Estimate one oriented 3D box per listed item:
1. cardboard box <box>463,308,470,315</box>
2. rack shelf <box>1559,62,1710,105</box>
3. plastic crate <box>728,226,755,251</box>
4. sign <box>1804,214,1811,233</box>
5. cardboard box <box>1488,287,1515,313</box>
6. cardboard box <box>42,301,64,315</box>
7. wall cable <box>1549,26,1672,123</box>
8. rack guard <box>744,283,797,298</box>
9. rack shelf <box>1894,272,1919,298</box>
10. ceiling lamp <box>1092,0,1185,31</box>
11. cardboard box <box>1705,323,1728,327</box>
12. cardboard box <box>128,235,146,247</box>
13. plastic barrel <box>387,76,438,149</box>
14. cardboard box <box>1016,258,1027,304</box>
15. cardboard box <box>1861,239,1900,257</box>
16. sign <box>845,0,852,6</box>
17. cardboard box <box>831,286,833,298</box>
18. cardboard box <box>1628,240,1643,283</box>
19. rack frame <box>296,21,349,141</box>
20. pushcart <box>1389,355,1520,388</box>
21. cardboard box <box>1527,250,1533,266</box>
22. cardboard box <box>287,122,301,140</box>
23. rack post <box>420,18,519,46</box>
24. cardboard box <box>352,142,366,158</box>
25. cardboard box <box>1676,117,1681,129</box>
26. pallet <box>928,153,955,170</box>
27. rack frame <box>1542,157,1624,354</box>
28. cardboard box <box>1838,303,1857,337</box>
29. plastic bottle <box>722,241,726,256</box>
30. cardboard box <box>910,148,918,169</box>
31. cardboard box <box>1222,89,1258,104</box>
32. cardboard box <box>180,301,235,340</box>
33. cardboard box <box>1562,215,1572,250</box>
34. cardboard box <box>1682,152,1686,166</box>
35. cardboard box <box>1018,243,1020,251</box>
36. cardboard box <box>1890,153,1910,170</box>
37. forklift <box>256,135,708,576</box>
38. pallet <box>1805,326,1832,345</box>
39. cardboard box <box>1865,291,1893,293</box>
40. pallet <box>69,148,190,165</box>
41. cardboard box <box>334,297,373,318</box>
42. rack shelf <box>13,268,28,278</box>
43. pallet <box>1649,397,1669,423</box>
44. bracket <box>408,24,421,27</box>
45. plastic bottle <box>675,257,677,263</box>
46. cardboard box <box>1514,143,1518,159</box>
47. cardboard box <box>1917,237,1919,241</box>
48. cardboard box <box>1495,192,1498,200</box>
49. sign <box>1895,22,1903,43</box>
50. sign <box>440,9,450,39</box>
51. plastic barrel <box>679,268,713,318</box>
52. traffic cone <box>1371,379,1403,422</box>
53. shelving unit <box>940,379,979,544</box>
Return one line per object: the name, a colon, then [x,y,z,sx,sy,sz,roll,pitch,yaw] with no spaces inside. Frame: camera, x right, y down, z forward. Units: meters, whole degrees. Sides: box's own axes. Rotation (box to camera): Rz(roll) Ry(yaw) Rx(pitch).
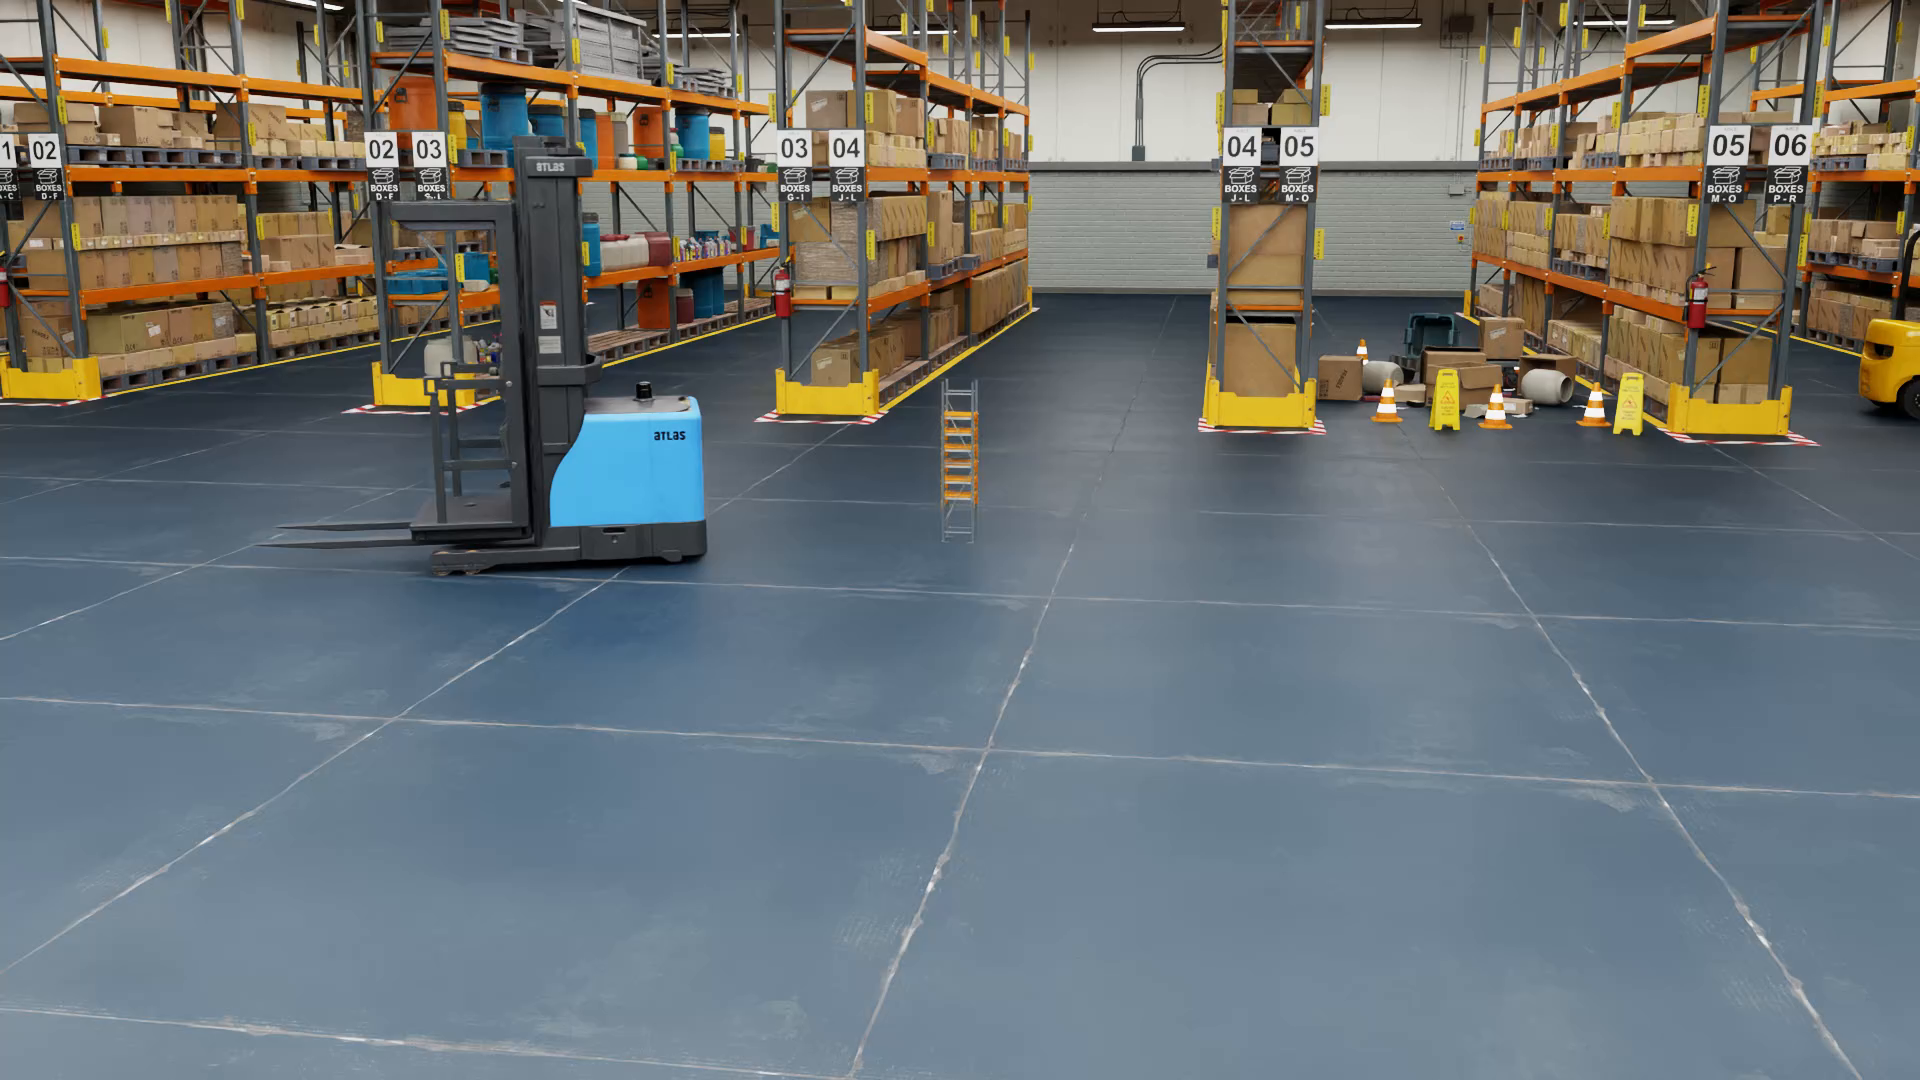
cardboard box: [-9.450,-4.431,30.824,0.500,0.500,0.500,2,12,9]
rack shelf: [9.162,-6.251,22.795,1.077,0.370,4.000,2,12,9]
plastic crate: [-4.216,-5.834,32.151,0.402,0.464,0.583,2,12,9]
sign: [14.452,-5.393,28.345,0.100,0.325,0.005,2,12,9]
cardboard box: [10.565,-4.568,31.656,0.875,0.438,0.875,2,12,10]
cardboard box: [-15.308,-3.718,27.514,0.700,0.500,0.500,2,12,8]
wall cable: [14.786,-9.968,37.298,2.988,3.039,0.133,2,12,9]
rack guard: [-3.996,-5.212,35.491,1.175,0.500,0.348,2,12,9]
rack shelf: [14.067,-3.354,22.642,1.077,0.370,4.000,2,12,9]
ceiling lamp: [3.826,-12.531,35.422,2.000,3.185,0.800,2,12,9]
cardboard box: [8.874,-2.333,19.947,0.500,0.500,0.500,3,12,12]
cardboard box: [-10.911,-3.915,21.761,0.380,0.149,0.250,1,12,7]
plastic barrel: [-6.498,-5.085,19.831,0.600,0.830,0.708,2,12,9]
cardboard box: [0.888,-5.299,34.007,0.875,0.875,0.875,2,12,9]
cardboard box: [14.217,-4.484,25.537,0.500,0.250,0.500,1,12,6]
sign: [-1.487,-7.254,22.198,0.100,0.325,0.005,2,12,9]
cardboard box: [-1.674,-2.933,19.577,0.380,0.149,0.250,2,12,9]
cardboard box: [8.367,-3.351,19.981,0.500,0.500,0.500,2,12,8]
rack frame: [-13.776,-9.682,36.060,1.000,3.000,0.127,2,12,9]
pushcart: [6.594,-2.231,21.948,1.648,0.377,0.936,-2,12,-11]
cardboard box: [9.447,-4.533,26.764,0.500,0.250,0.500,2,12,8]
cardboard box: [-13.861,-8.280,34.016,0.500,0.500,0.500,2,12,9]
rack post: [-6.180,-6.398,21.000,0.937,0.300,0.954,2,12,8]
cardboard box: [-10.125,-6.426,27.432,0.500,0.250,0.500,1,12,4]
cardboard box: [8.299,-4.691,18.725,0.380,0.149,0.250,2,12,7]
pallet: [-0.738,-5.270,23.151,1.213,0.211,1.003,2,12,9]
rack frame: [9.469,-4.282,25.241,1.000,3.000,0.127,2,12,9]
cardboard box: [14.454,-3.521,26.650,0.500,0.500,0.500,1,12,7]
plastic bottle: [-4.399,-5.367,30.570,0.152,0.276,0.135,2,12,9]
cardboard box: [-0.841,-4.951,21.584,0.500,0.250,0.500,2,12,10]
cardboard box: [3.049,-4.824,18.108,0.380,0.149,0.250,2,12,9]
cardboard box: [-10.670,-3.112,23.564,0.500,0.500,0.500,2,12,9]
cardboard box: [9.098,-4.486,24.250,0.500,0.500,0.500,3,12,12]
cardboard box: [8.098,-4.150,18.107,0.380,0.149,0.250,2,12,10]
cardboard box: [0.983,-5.794,32.854,0.380,0.149,0.250,2,12,9]
cardboard box: [14.214,-5.629,24.730,0.500,0.250,0.500,1,12,7]
forklift: [-3.355,-1.310,11.614,3.031,2.935,1.130,-2,12,-10]
pallet: [14.902,-3.420,27.864,1.003,0.211,1.213,2,12,9]
cardboard box: [15.141,-4.009,27.371,0.380,0.149,0.250,1,12,6]
pallet: [-11.021,-5.083,22.050,1.003,0.211,1.213,2,12,9]
cardboard box: [-10.021,-3.834,27.364,0.500,0.311,0.500,2,12,8]
rack shelf: [-15.314,-4.316,27.109,1.077,0.370,4.000,2,12,9]
pallet: [8.411,-1.437,18.660,1.003,0.211,1.213,2,12,9]
bracket: [-13.436,-12.600,41.056,0.235,0.232,0.430,2,12,9]
plastic bottle: [-4.831,-4.782,27.858,0.152,0.276,0.135,2,12,9]
cardboard box: [9.662,-6.627,28.328,0.396,0.266,0.258,2,12,8]
cardboard box: [13.995,-4.375,23.898,0.380,0.149,0.250,2,12,10]
cardboard box: [10.099,-6.359,30.730,0.380,0.149,0.250,2,12,9]
sign: [15.539,-8.404,27.537,0.100,0.325,0.005,2,12,9]
sign: [-5.904,-5.910,19.051,0.100,0.325,0.005,2,12,9]
plastic barrel: [-4.811,-4.515,30.309,0.600,0.901,0.708,2,12,9]
traffic cone: [4.817,-1.580,18.727,0.336,0.463,0.334,2,12,9]
shelving unit: [-0.002,-0.584,12.353,0.258,1.200,0.189,2,12,9]
